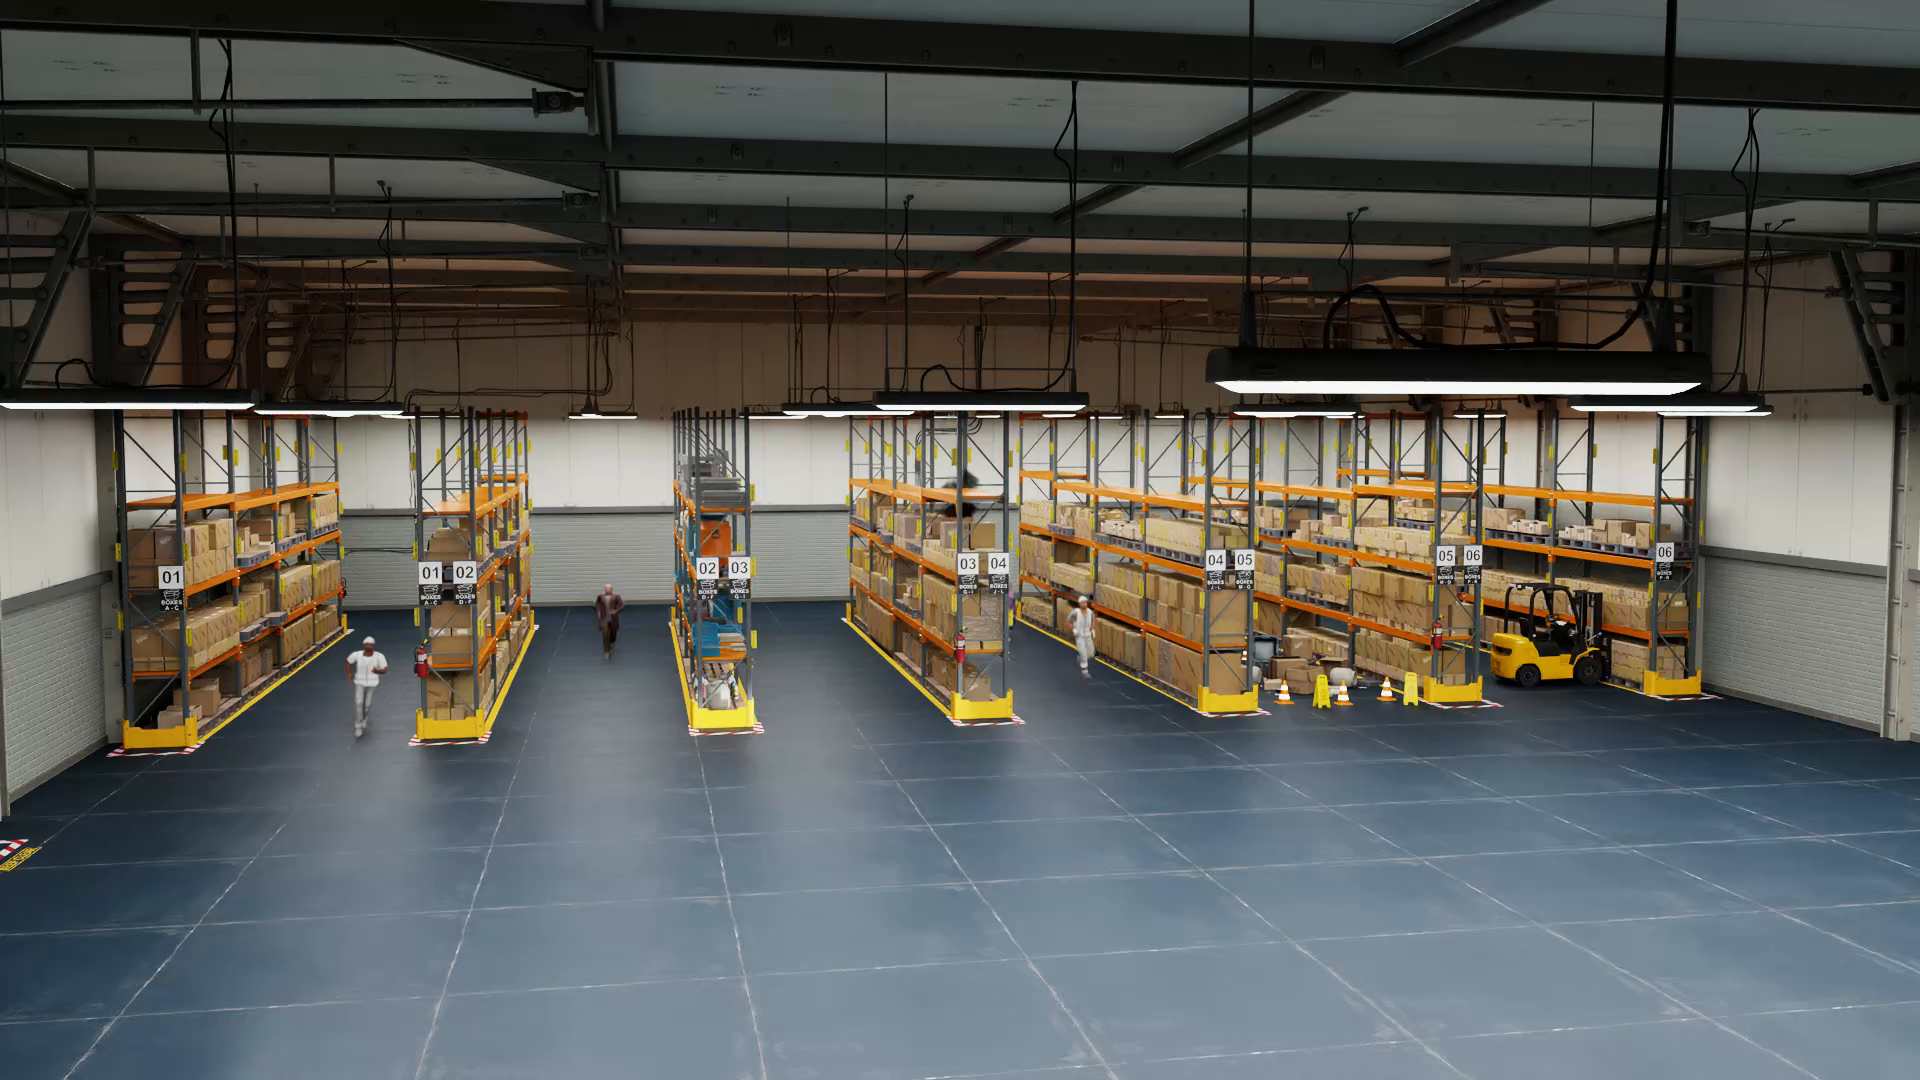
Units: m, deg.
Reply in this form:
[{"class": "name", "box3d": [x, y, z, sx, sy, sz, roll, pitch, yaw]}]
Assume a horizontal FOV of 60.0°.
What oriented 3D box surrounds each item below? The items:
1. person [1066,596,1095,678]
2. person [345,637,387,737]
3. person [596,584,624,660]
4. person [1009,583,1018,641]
[{"class": "person", "box3d": [2.583, 2.054, 35.437, 0.678, 1.734, 0.593, -2, 4, -20]}, {"class": "person", "box3d": [-10.876, 2.648, 30.516, 0.712, 1.755, 0.978, -2, 4, -24]}, {"class": "person", "box3d": [-8.558, 1.968, 40.643, 0.673, 1.805, 1.202, -1, 4, -12]}, {"class": "person", "box3d": [1.253, 1.857, 43.473, 0.526, 1.547, 0.567, -1, 4, -10]}]
